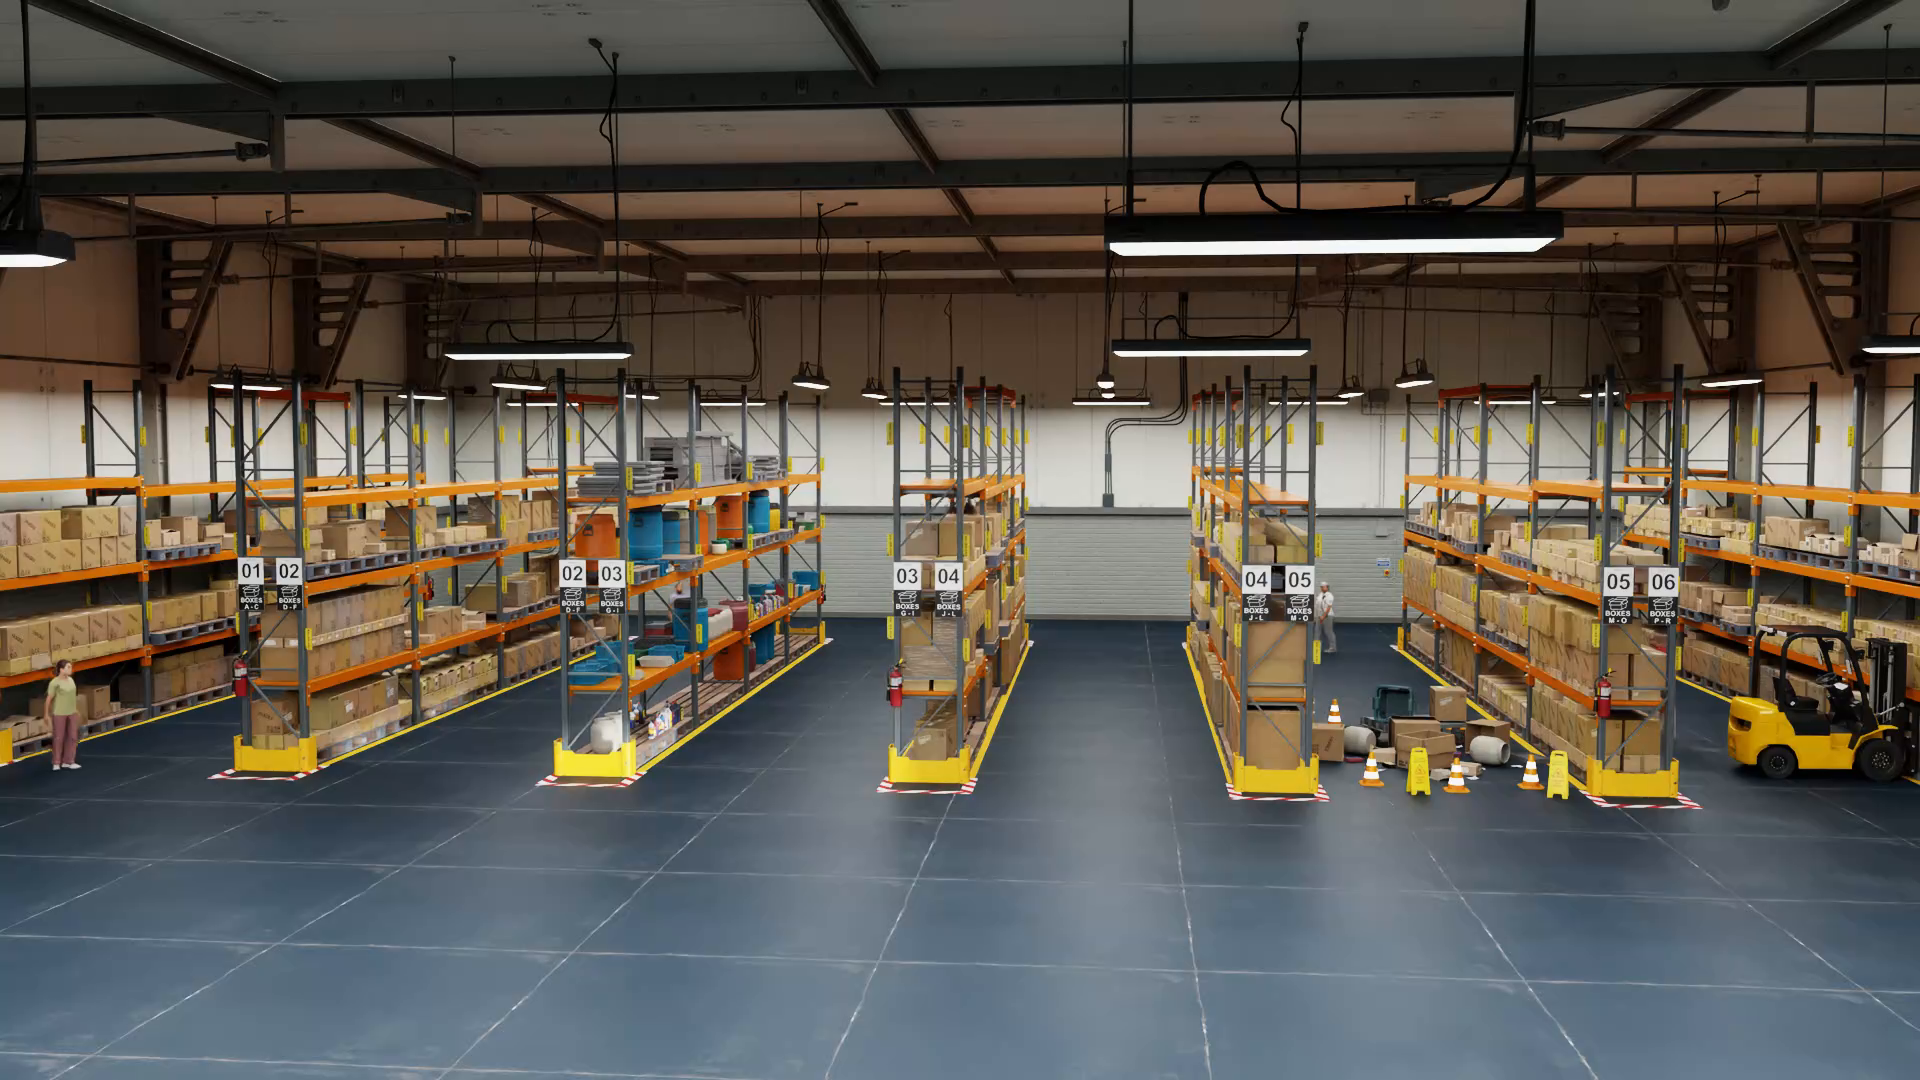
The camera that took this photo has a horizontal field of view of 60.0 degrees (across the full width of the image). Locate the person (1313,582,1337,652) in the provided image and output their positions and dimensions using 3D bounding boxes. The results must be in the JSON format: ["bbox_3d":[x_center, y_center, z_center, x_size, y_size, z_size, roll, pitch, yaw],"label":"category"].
[{"bbox_3d":[8.352,1.780,38.509,0.771,1.640,0.547,0,4,-2],"label":"person"}]

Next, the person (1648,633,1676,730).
[{"bbox_3d":[11.606,2.431,27.801,0.702,1.751,0.722,0,4,6],"label":"person"}]

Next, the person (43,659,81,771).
[{"bbox_3d":[-13.473,2.625,24.974,0.388,1.682,0.600,2,4,24],"label":"person"}]

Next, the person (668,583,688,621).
[{"bbox_3d":[-6.560,1.792,38.798,0.464,1.605,0.929,1,4,10],"label":"person"}]
